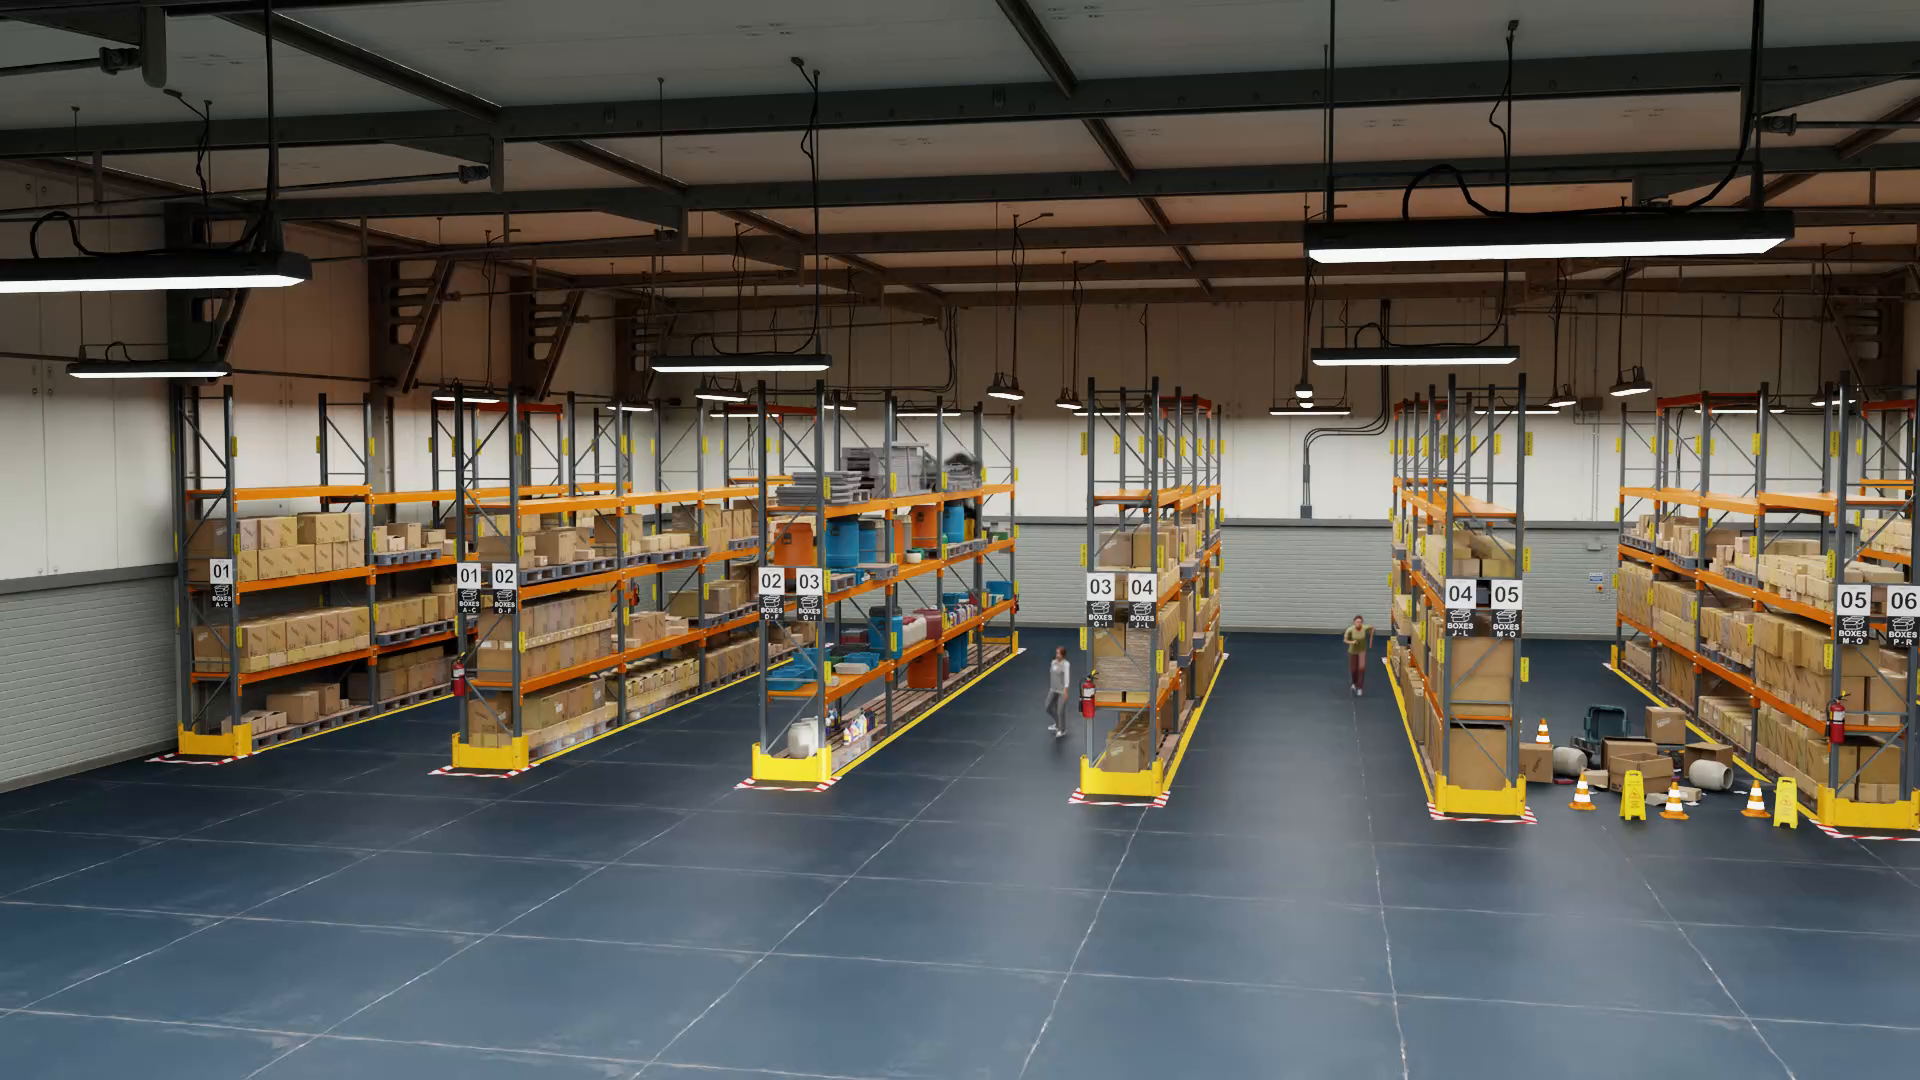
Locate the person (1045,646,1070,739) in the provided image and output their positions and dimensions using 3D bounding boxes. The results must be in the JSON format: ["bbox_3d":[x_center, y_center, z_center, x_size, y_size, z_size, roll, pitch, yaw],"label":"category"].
[{"bbox_3d":[1.709,2.613,28.608,0.532,1.610,0.439,3,4,44],"label":"person"}]

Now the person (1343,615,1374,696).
[{"bbox_3d":[8.063,2.336,33.695,0.614,1.670,0.908,0,3,7],"label":"person"}]
